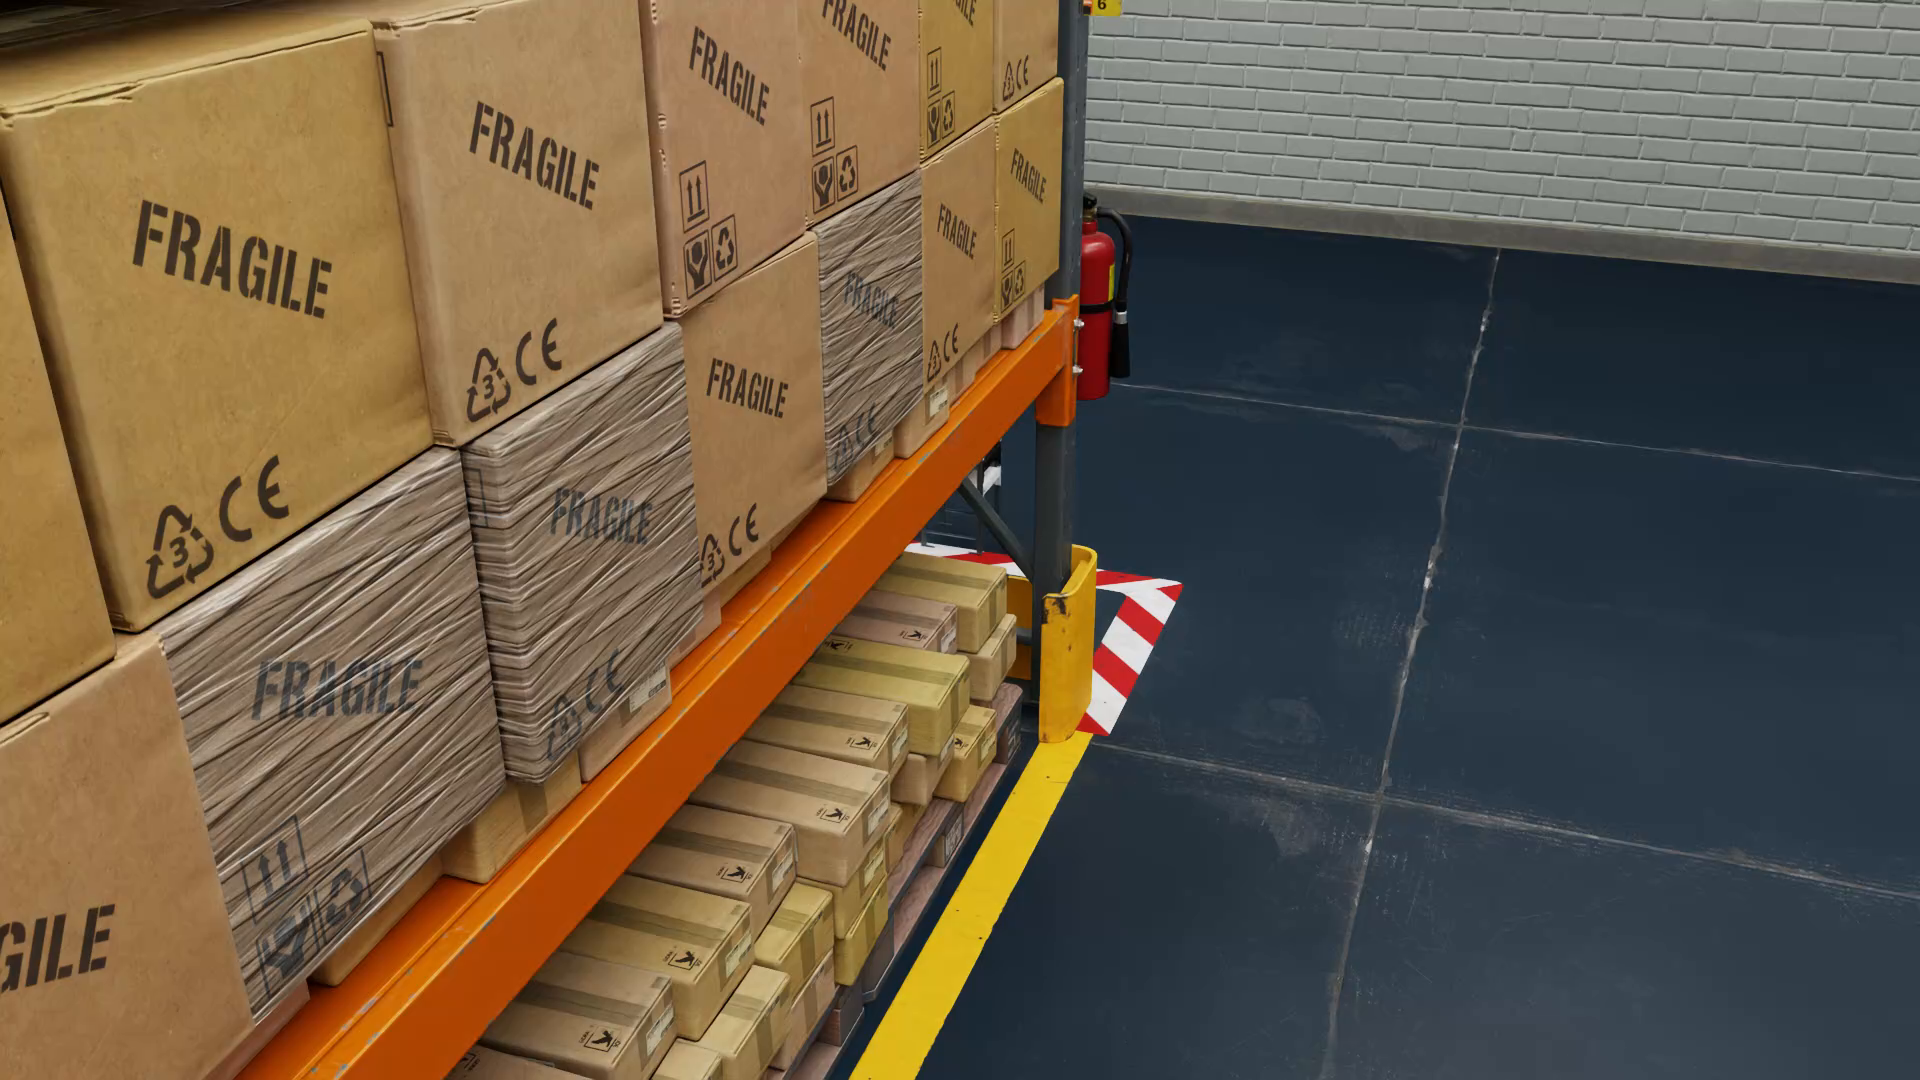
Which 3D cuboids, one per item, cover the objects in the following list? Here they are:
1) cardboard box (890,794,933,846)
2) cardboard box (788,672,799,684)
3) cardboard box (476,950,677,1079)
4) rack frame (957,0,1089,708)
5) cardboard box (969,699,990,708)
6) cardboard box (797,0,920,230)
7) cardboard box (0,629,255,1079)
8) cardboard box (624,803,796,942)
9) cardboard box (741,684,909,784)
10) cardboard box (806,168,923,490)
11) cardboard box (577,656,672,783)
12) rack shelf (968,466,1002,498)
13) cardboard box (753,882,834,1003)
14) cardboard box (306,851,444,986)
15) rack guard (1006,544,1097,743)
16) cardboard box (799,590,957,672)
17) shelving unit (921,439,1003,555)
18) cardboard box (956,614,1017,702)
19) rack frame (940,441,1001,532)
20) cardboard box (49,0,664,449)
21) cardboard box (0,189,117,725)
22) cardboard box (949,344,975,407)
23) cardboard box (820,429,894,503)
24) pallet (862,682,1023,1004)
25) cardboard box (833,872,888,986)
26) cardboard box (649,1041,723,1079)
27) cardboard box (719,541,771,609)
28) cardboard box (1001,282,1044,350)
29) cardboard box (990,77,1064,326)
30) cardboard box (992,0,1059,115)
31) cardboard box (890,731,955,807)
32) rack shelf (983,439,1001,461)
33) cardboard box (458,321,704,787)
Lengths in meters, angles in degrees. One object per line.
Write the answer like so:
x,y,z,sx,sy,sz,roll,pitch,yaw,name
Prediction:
-0.290,0.639,4.277,0.380,0.149,0.250,9,27,17,cardboard box
-0.638,0.464,4.638,0.380,0.149,0.250,9,27,17,cardboard box
-0.748,0.898,3.060,0.380,0.149,0.250,8,27,15,cardboard box
-0.152,-0.918,4.704,1.000,3.000,0.127,9,27,17,rack frame
-0.131,0.423,4.724,0.380,0.149,0.250,9,27,18,cardboard box
-0.403,-0.900,3.062,0.500,0.500,0.500,10,28,20,cardboard box
-1.081,0.380,1.567,0.500,0.500,0.500,8,27,16,cardboard box
-0.569,0.690,3.489,0.380,0.149,0.250,8,27,16,cardboard box
-0.339,0.480,3.924,0.380,0.149,0.250,8,27,15,cardboard box
-0.395,-0.454,3.290,0.500,0.500,0.500,9,27,18,cardboard box
-0.688,0.222,2.638,0.380,0.149,0.250,10,28,20,cardboard box
0.003,-0.216,6.154,0.258,0.077,0.200,9,27,17,rack shelf
-0.493,0.832,3.538,0.380,0.149,0.250,10,28,20,cardboard box
-0.929,0.425,2.218,0.380,0.149,0.250,8,27,15,cardboard box
-0.177,0.238,5.184,1.175,0.500,0.348,9,27,17,rack guard
-0.227,0.258,4.383,0.380,0.149,0.250,9,27,18,cardboard box
0.003,-0.408,6.061,0.258,0.900,0.210,9,27,17,shelving unit
-0.059,0.301,4.635,0.380,0.149,0.250,8,27,16,cardboard box
0.037,-0.450,6.147,0.240,0.900,0.006,9,27,17,rack frame
-0.748,-0.471,2.177,0.500,0.500,0.500,9,27,18,cardboard box
-1.103,-0.053,1.314,0.500,0.500,0.500,9,27,19,cardboard box
-0.181,-0.428,3.980,0.380,0.149,0.250,8,27,17,cardboard box
-0.360,-0.216,3.542,0.380,0.149,0.250,8,27,15,cardboard box
-0.481,0.697,4.568,1.003,0.211,1.213,9,27,17,pallet
-0.385,0.856,3.829,0.380,0.149,0.250,8,27,15,cardboard box
-0.664,1.046,3.095,0.380,0.149,0.250,9,27,17,cardboard box
-0.579,-0.002,3.100,0.380,0.149,0.250,9,27,18,cardboard box
0.006,-0.630,4.397,0.380,0.149,0.250,9,27,18,cardboard box
-0.059,-0.875,4.159,0.500,0.500,0.500,9,27,18,cardboard box
-0.070,-1.323,3.936,0.500,0.500,0.500,8,27,16,cardboard box
-0.230,0.514,4.194,0.380,0.149,0.250,8,27,15,cardboard box
0.003,-0.378,6.075,0.258,0.077,0.200,9,27,17,rack shelf
-0.721,-0.026,2.406,0.500,0.500,0.500,8,27,16,cardboard box
